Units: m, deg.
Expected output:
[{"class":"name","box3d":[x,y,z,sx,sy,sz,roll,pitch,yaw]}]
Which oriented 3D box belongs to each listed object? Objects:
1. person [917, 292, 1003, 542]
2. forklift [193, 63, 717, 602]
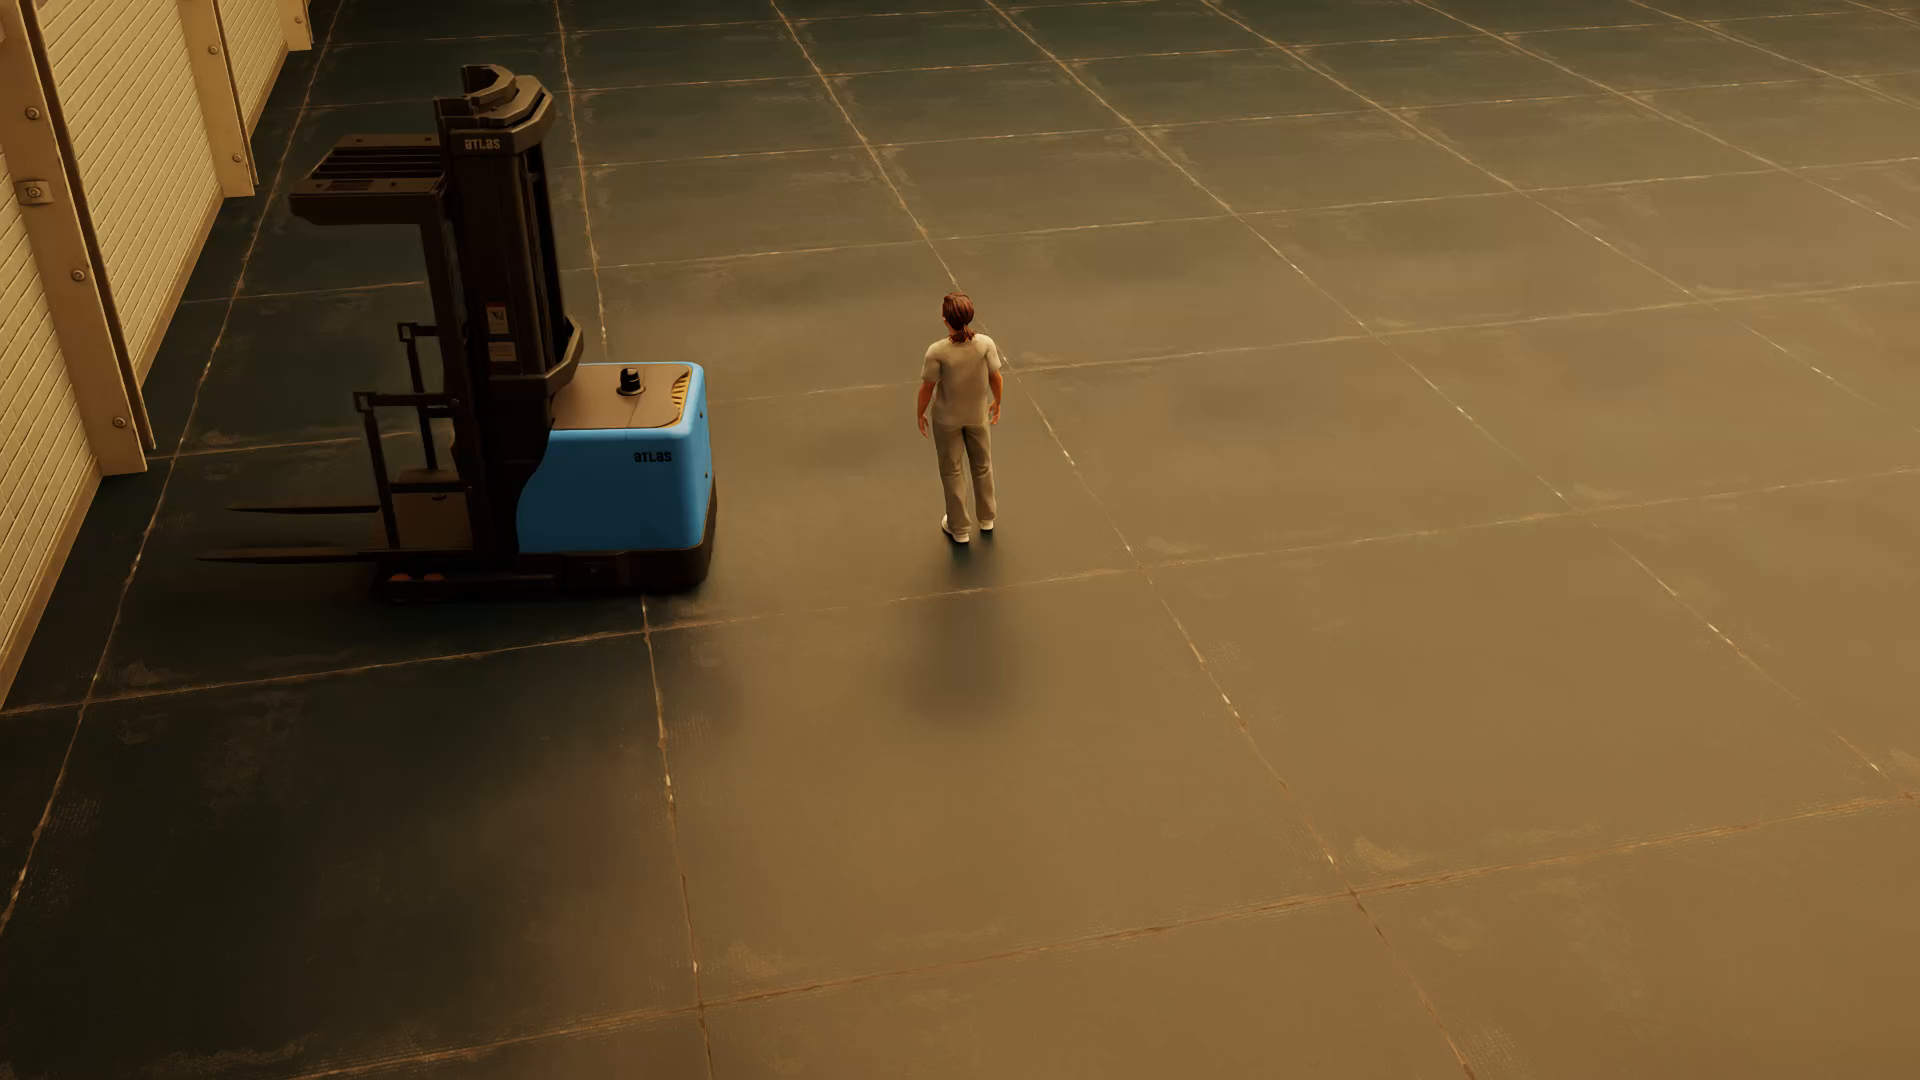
[{"class":"person","box3d":[-0.004,-0.769,10.141,0.550,1.675,0.549,-7,31,-12]},{"class":"forklift","box3d":[-3.059,-1.172,9.599,3.031,2.935,1.130,-1,30,-2]}]
